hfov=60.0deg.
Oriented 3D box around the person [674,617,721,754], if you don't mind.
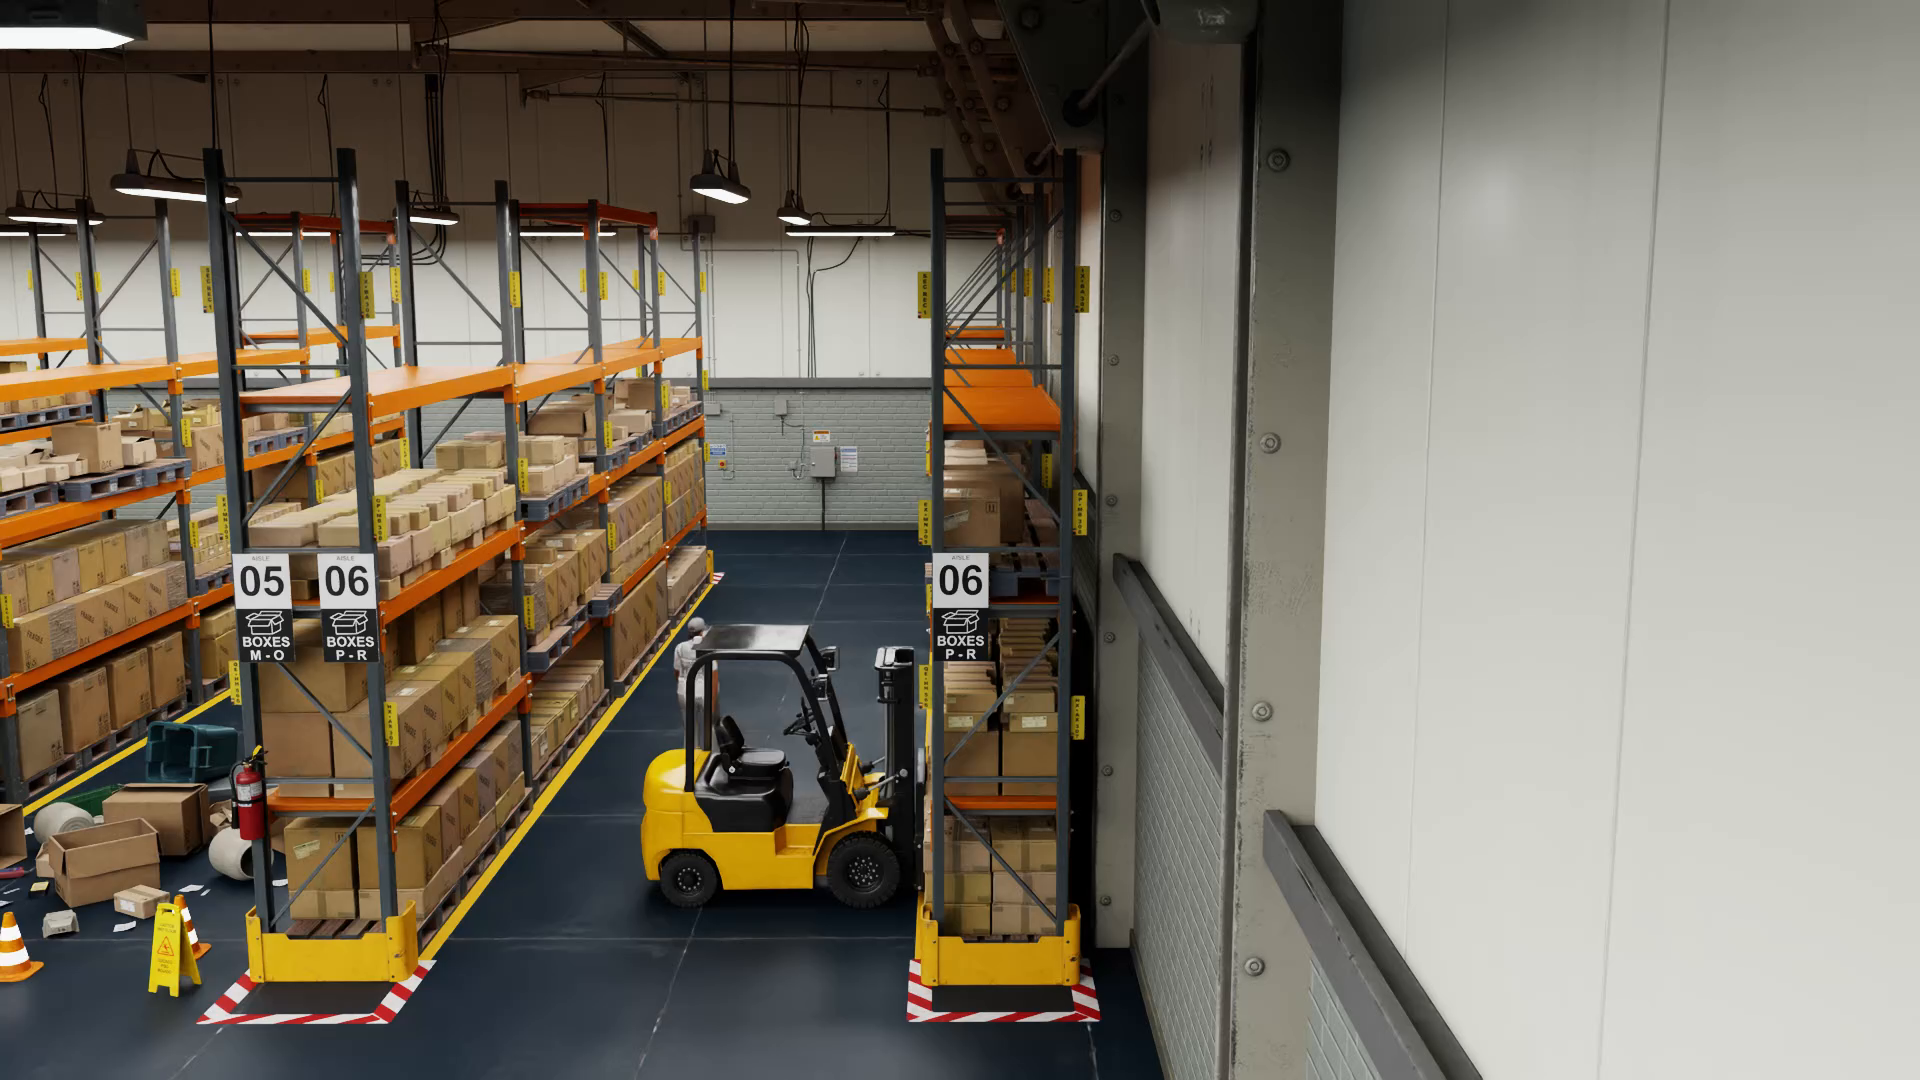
[{"bbox_3d":[-2.707,1.622,17.135,0.470,1.682,0.743,-1,9,-4],"label":"person"}]
